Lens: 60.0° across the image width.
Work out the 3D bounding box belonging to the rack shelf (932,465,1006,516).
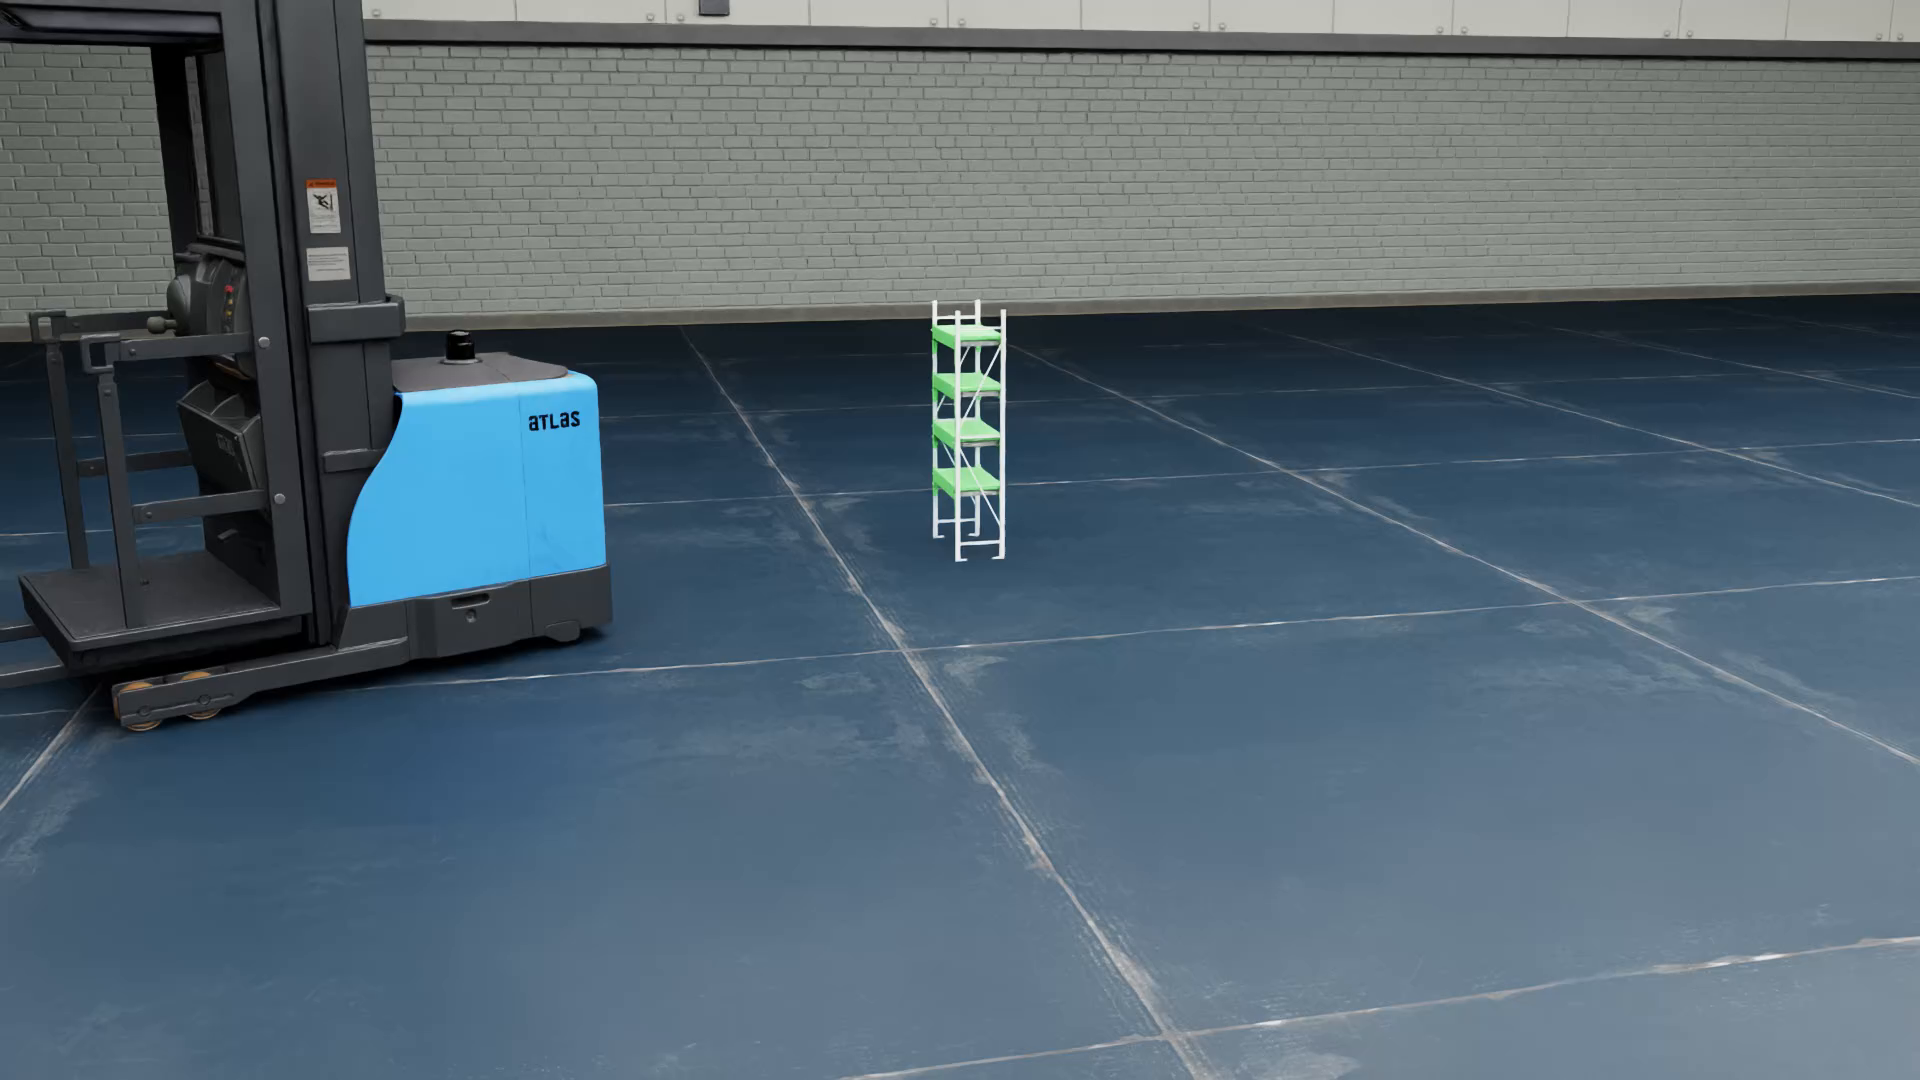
[{"bbox_3d":[0.039,-0.249,8.200,0.258,0.148,0.480,-3,14,-13],"label":"rack shelf"}]

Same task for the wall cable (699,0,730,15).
[{"bbox_3d":[-1.572,-8.419,16.761,2.305,6.003,0.169,-3,14,-13],"label":"wall cable"}]

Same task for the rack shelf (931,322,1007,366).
[{"bbox_3d":[0.039,-0.949,8.030,0.258,0.148,0.480,-3,14,-13],"label":"rack shelf"}]

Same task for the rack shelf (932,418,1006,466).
[{"bbox_3d":[0.039,-0.483,8.144,0.258,0.148,0.480,-3,14,-13],"label":"rack shelf"}]

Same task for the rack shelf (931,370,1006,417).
[{"bbox_3d":[0.039,-0.716,8.087,0.258,0.148,0.480,-3,14,-13],"label":"rack shelf"}]

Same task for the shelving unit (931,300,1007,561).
[{"bbox_3d":[0.039,-0.545,8.128,0.258,1.200,0.503,-3,14,-13],"label":"shelving unit"}]

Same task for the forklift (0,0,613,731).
[{"bbox_3d":[-2.904,-0.907,5.962,3.031,2.935,1.130,-10,17,-36],"label":"forklift"}]

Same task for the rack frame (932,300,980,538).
[{"bbox_3d":[-0.018,-0.601,8.359,0.240,1.200,0.015,-3,14,-13],"label":"rack frame"}]

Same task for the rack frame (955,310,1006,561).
[{"bbox_3d":[0.096,-0.488,7.898,0.240,1.200,0.015,-3,14,-13],"label":"rack frame"}]
